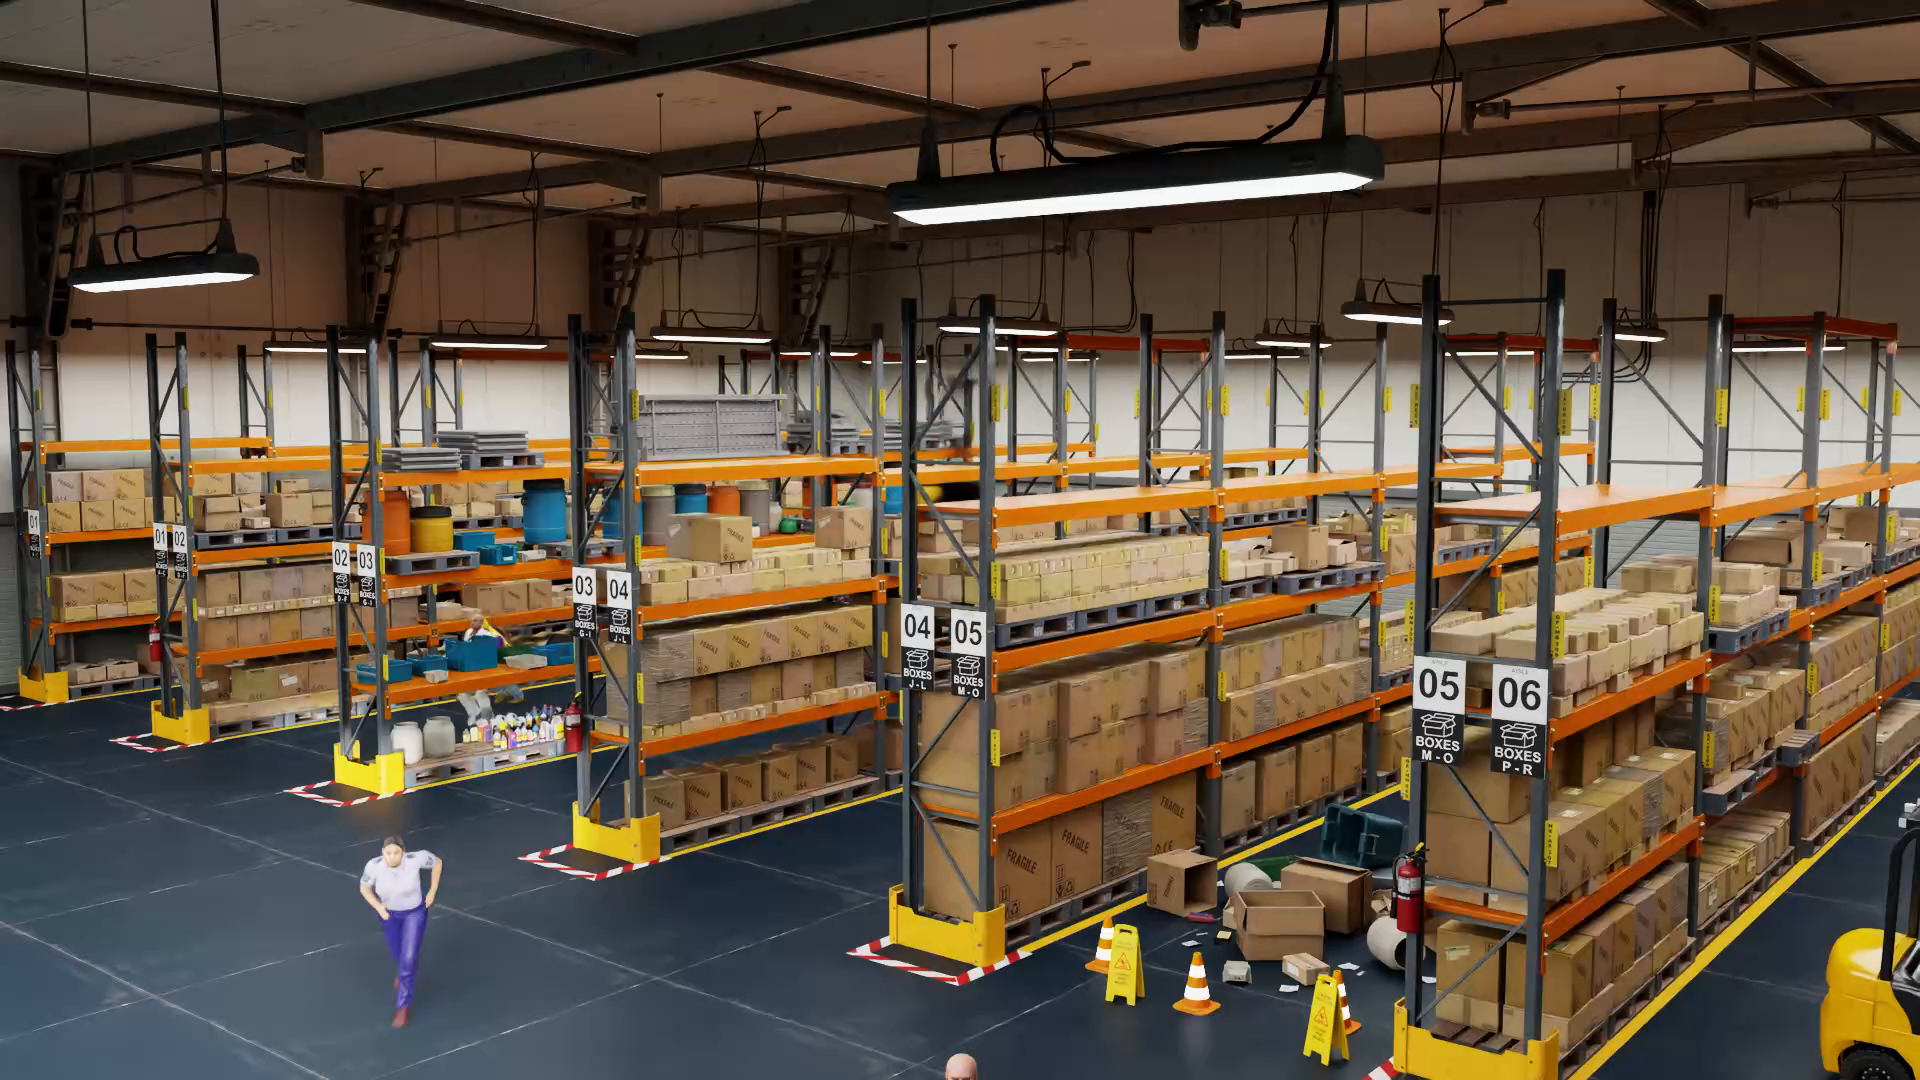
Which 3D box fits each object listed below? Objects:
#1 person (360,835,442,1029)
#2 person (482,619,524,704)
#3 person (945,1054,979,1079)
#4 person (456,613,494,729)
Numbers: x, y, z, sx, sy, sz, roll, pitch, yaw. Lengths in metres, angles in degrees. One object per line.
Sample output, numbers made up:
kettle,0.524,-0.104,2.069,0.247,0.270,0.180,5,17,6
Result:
person,-4.646,3.171,13.887,0.646,1.598,0.946,-1,5,-13
person,-7.494,1.981,27.000,0.693,1.474,1.064,4,7,41
person,0.022,3.542,9.158,0.653,1.660,0.767,0,5,0
person,-7.403,2.010,25.384,0.680,1.784,0.753,2,5,20
